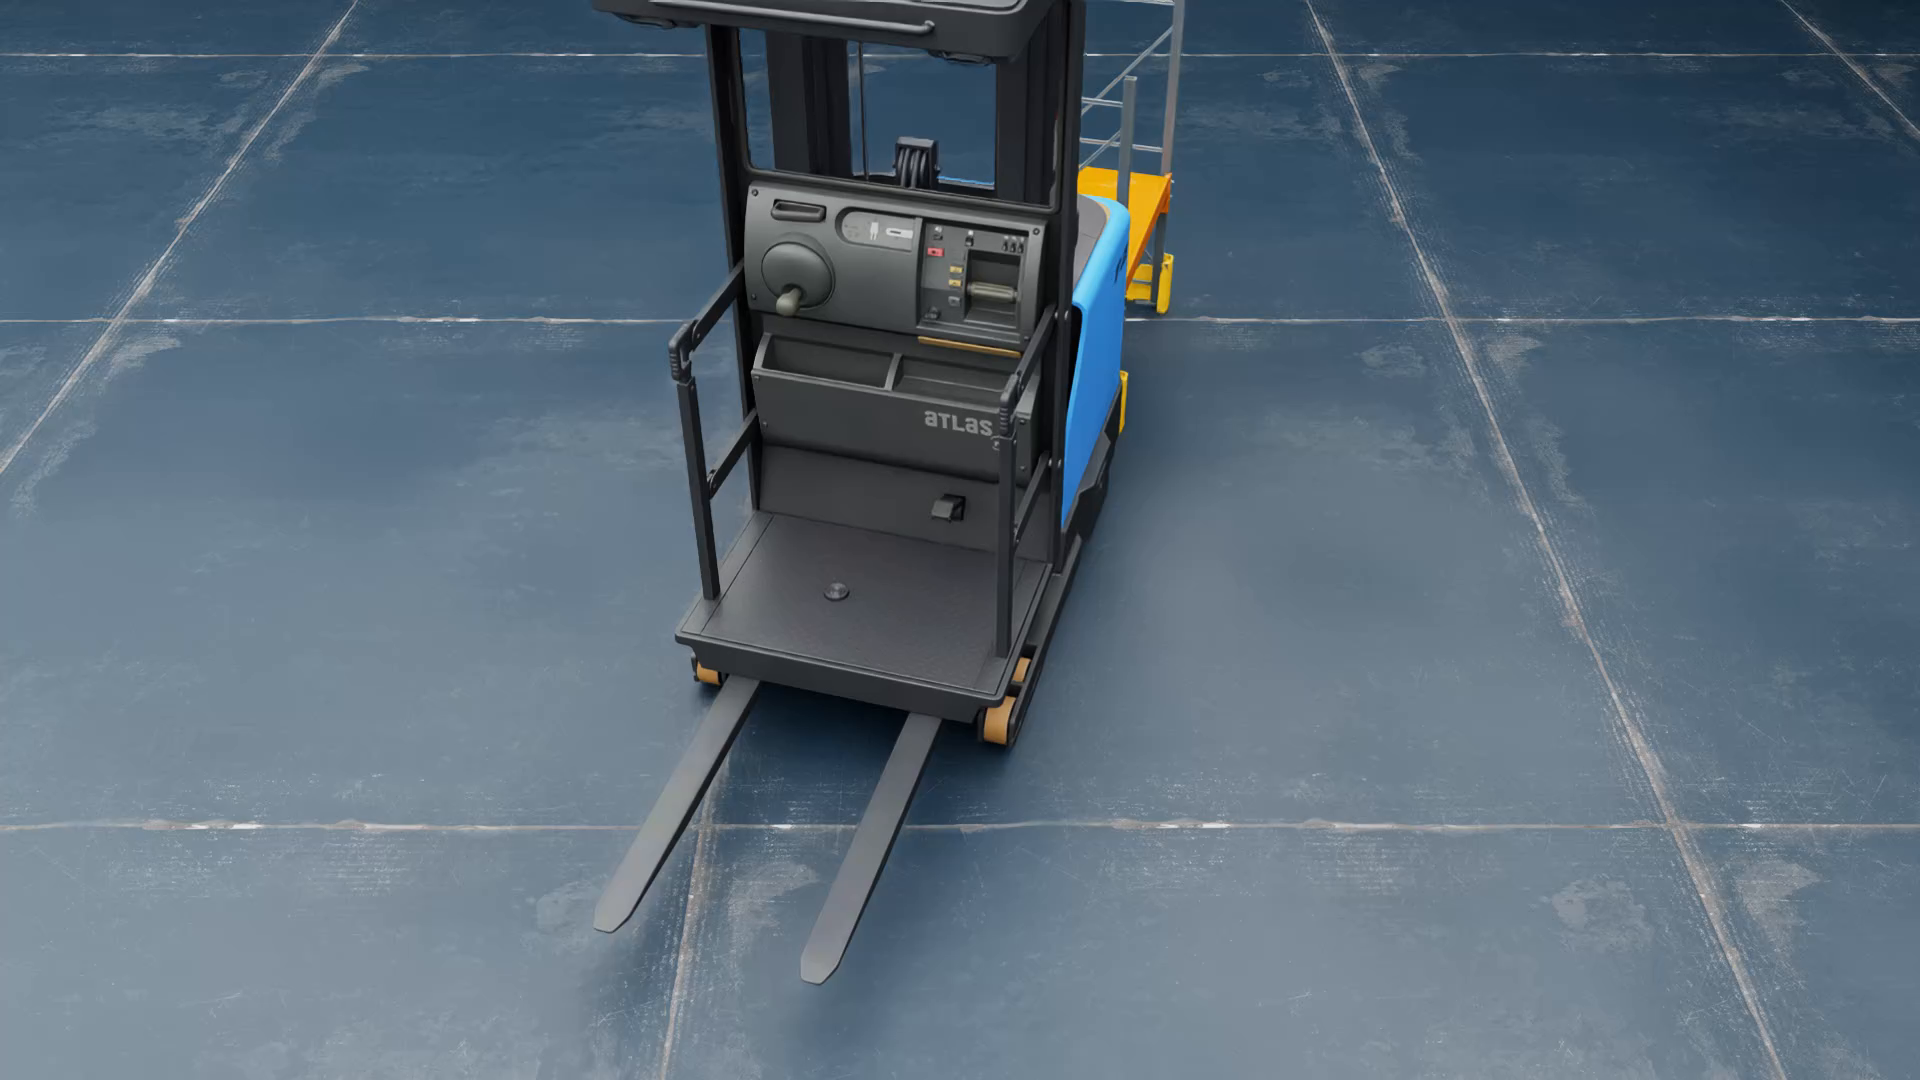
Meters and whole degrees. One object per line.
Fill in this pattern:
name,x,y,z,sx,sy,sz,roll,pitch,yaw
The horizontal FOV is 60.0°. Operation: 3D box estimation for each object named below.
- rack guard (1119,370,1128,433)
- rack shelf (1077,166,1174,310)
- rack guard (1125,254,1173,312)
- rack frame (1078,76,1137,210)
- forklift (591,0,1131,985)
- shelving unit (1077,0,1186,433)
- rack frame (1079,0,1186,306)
rack guard,0.386,-0.606,6.806,0.587,0.250,0.087,10,40,13
rack shelf,0.528,-1.257,6.907,0.538,0.185,1.000,10,40,13
rack guard,0.665,-1.203,7.552,0.587,0.250,0.087,10,40,13
rack frame,0.385,-1.093,6.414,0.500,1.500,0.032,10,40,13
forklift,-0.264,-0.755,4.848,1.130,2.935,3.031,10,40,13
shelving unit,0.525,-1.392,6.788,0.587,1.500,1.083,10,40,13
rack frame,0.670,-1.703,7.176,0.500,1.500,0.032,10,40,13
